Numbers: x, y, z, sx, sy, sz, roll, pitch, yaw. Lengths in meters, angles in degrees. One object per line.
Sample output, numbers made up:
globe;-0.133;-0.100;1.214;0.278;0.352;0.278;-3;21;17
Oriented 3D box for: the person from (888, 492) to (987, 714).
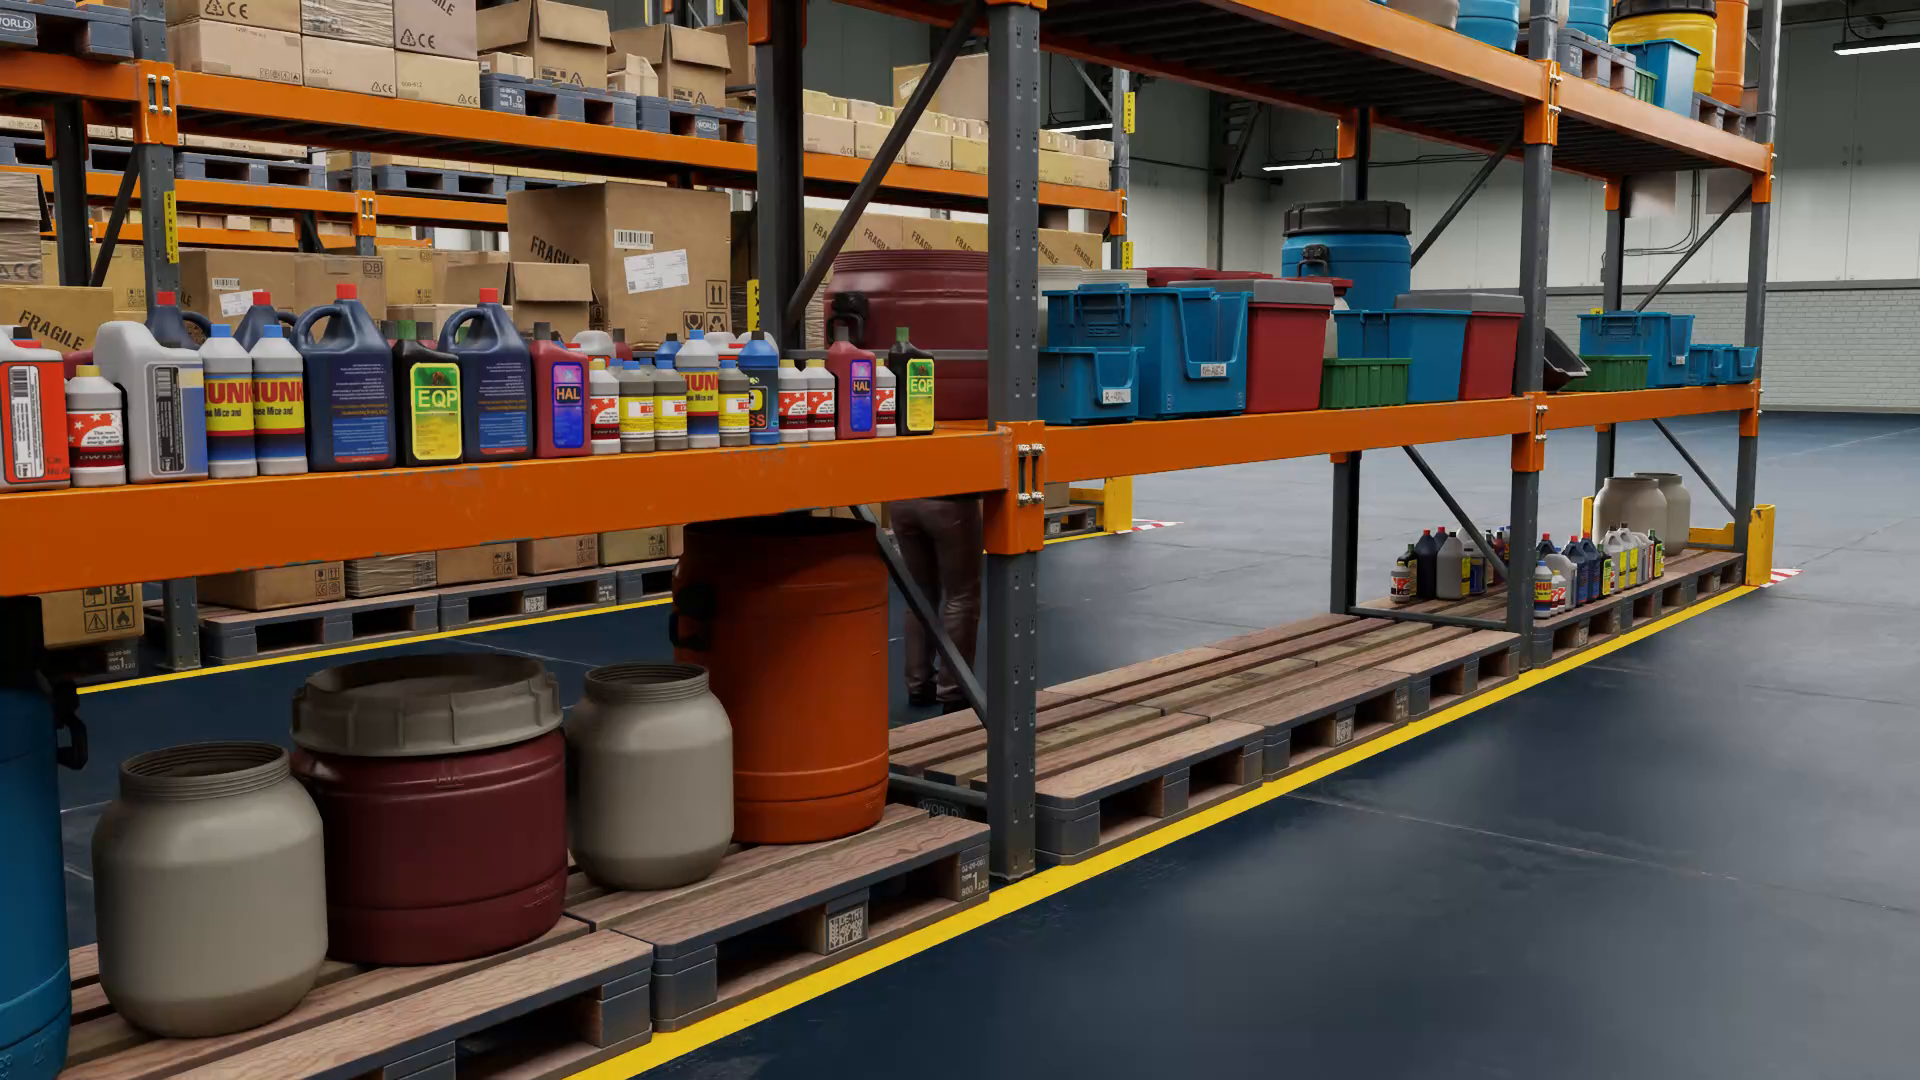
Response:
person;-0.056;-0.145;7.095;0.498;1.719;0.550;5;8;38
